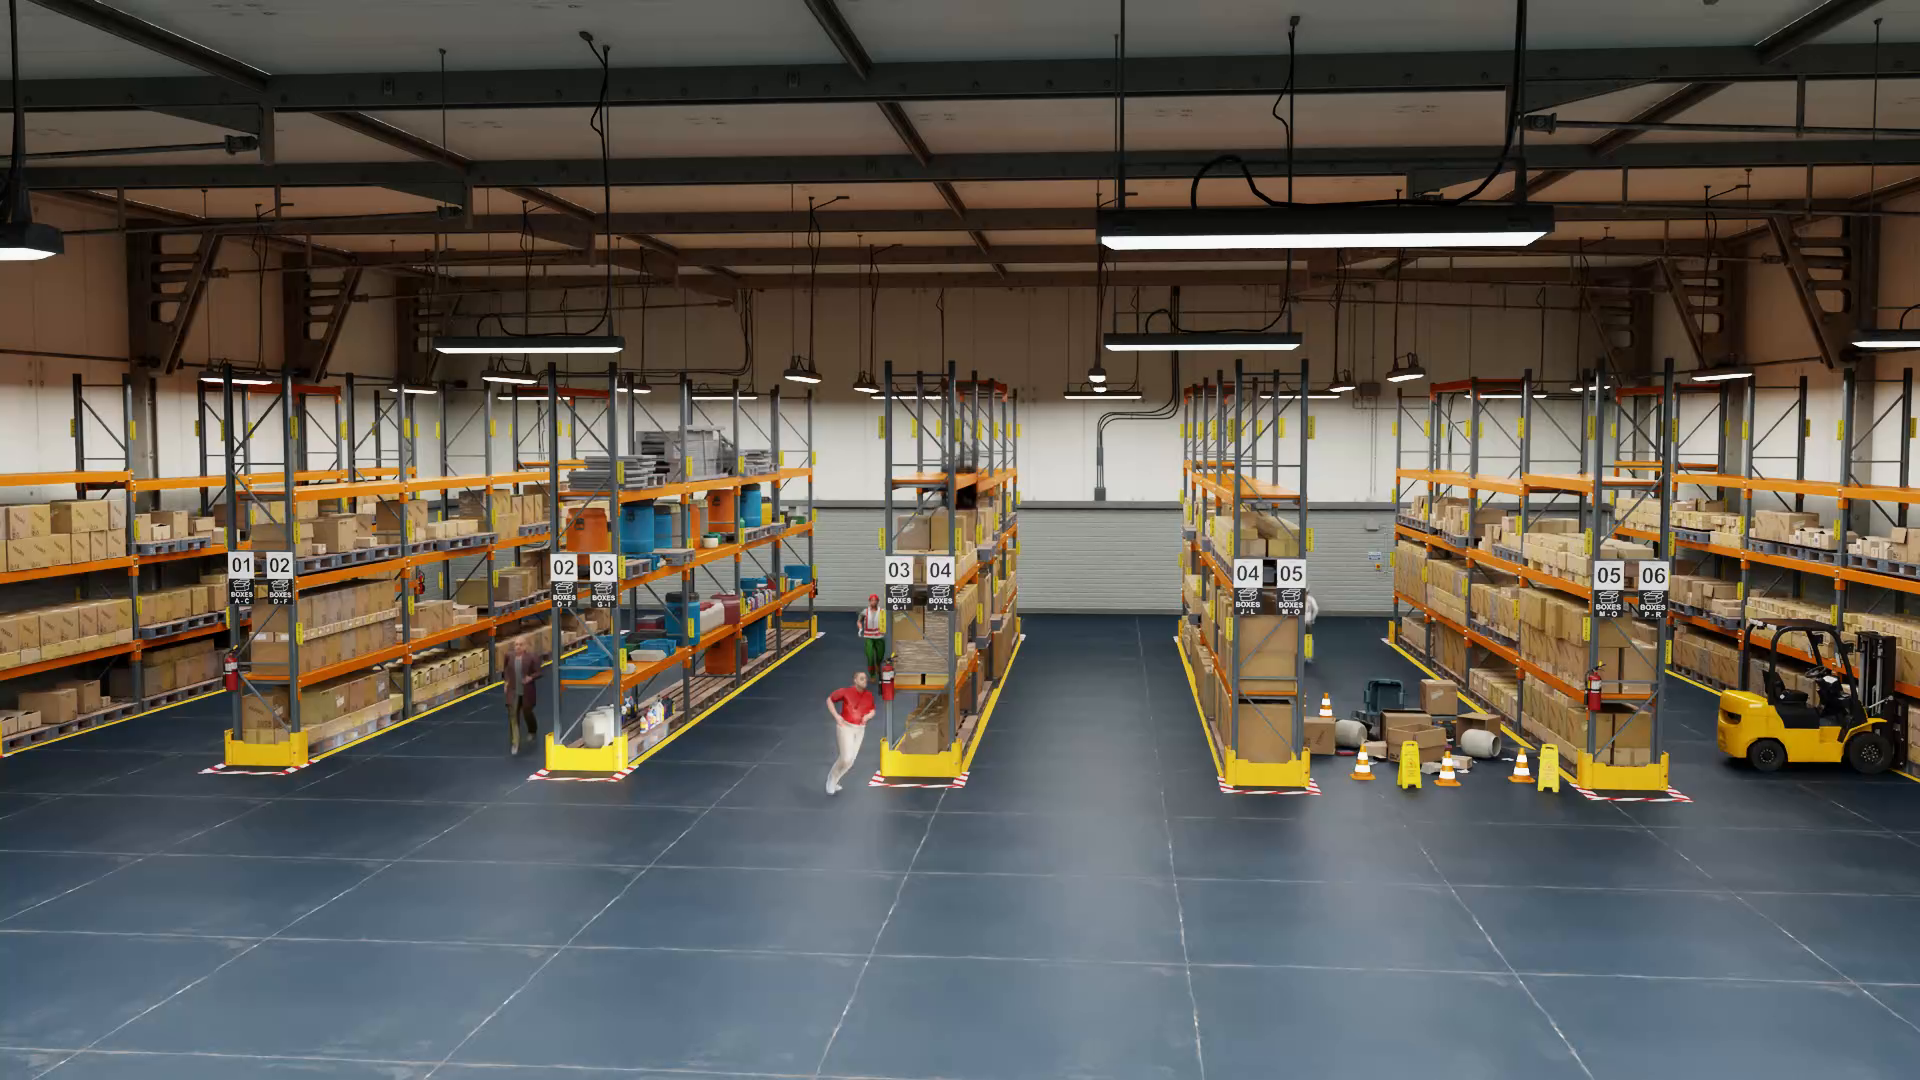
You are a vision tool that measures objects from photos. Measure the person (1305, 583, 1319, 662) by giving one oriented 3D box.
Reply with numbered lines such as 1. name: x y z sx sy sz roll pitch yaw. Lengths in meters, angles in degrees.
1. person: 7.437 1.818 35.814 0.554 1.765 0.702 0 4 6

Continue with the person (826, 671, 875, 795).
1. person: -1.509 2.663 23.005 0.740 1.693 0.633 -3 5 -37

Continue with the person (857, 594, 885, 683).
1. person: -1.726 1.950 33.159 0.663 1.748 0.780 0 4 -3

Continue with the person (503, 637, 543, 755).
1. person: -6.866 2.399 26.091 0.649 1.792 1.050 0 4 -2
